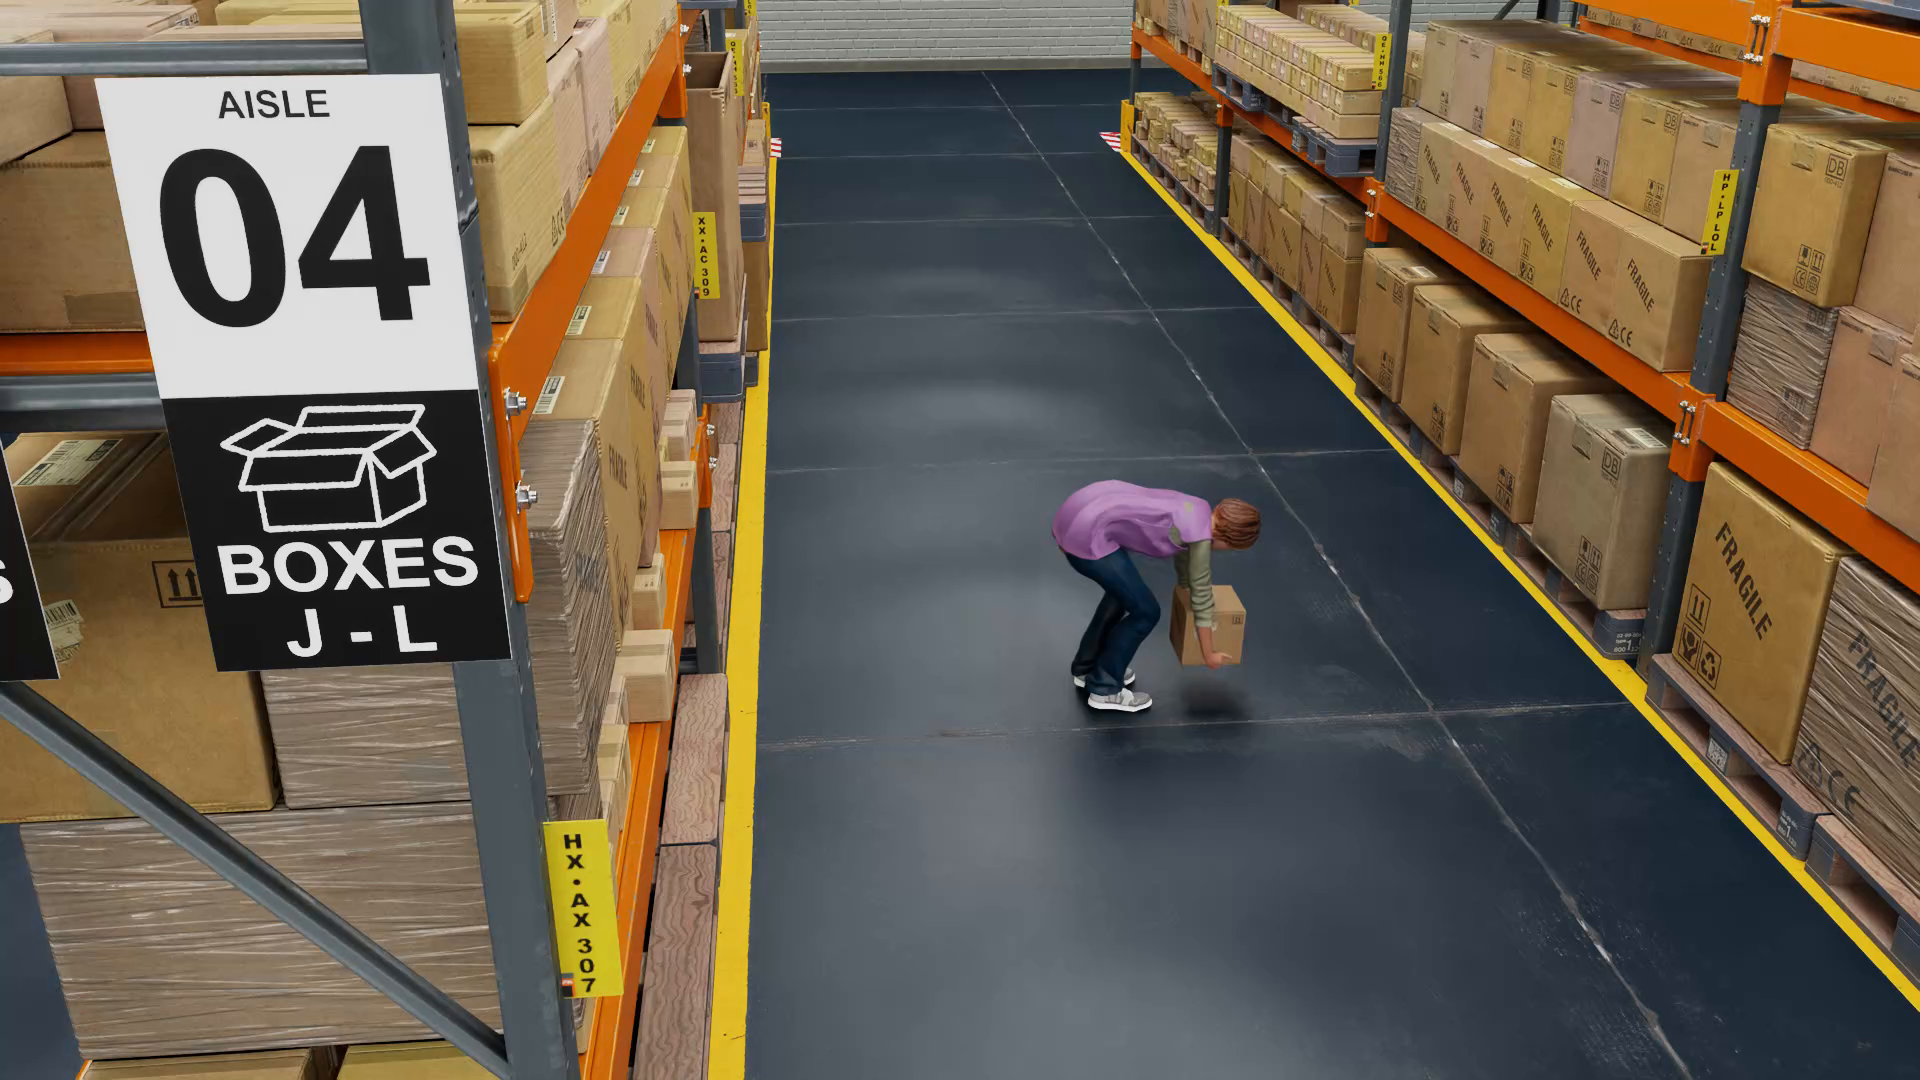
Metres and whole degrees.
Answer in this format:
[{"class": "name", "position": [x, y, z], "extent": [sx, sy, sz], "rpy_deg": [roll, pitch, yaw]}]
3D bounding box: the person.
[{"class": "person", "position": [0.806, 0.214, 6.903], "extent": [0.869, 0.970, 0.402], "rpy_deg": [-3, 24, -7]}]
